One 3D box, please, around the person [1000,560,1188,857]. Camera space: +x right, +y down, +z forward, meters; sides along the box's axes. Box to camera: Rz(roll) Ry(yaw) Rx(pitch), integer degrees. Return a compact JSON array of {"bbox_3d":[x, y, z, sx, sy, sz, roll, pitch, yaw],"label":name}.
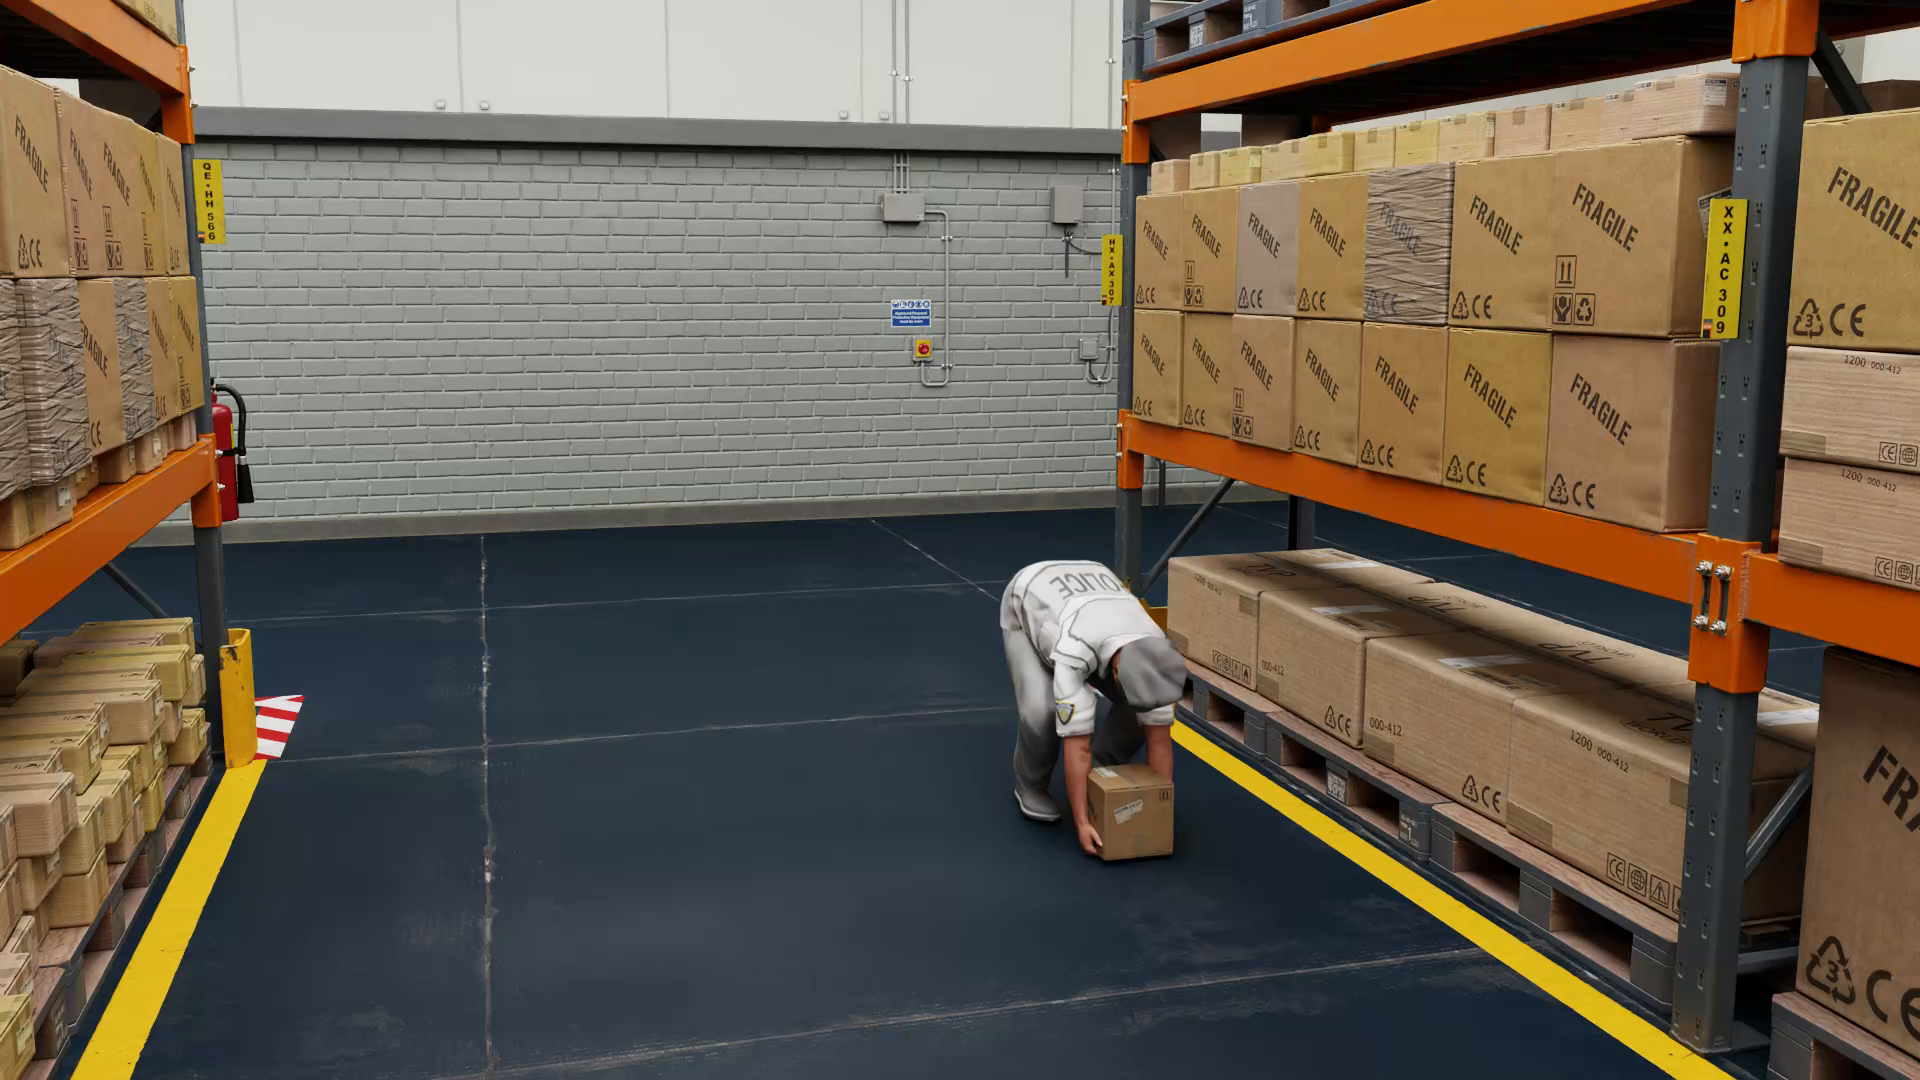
[{"bbox_3d":[0.478,0.568,5.944,0.541,0.929,1.024,-3,10,-19],"label":"person"}]
